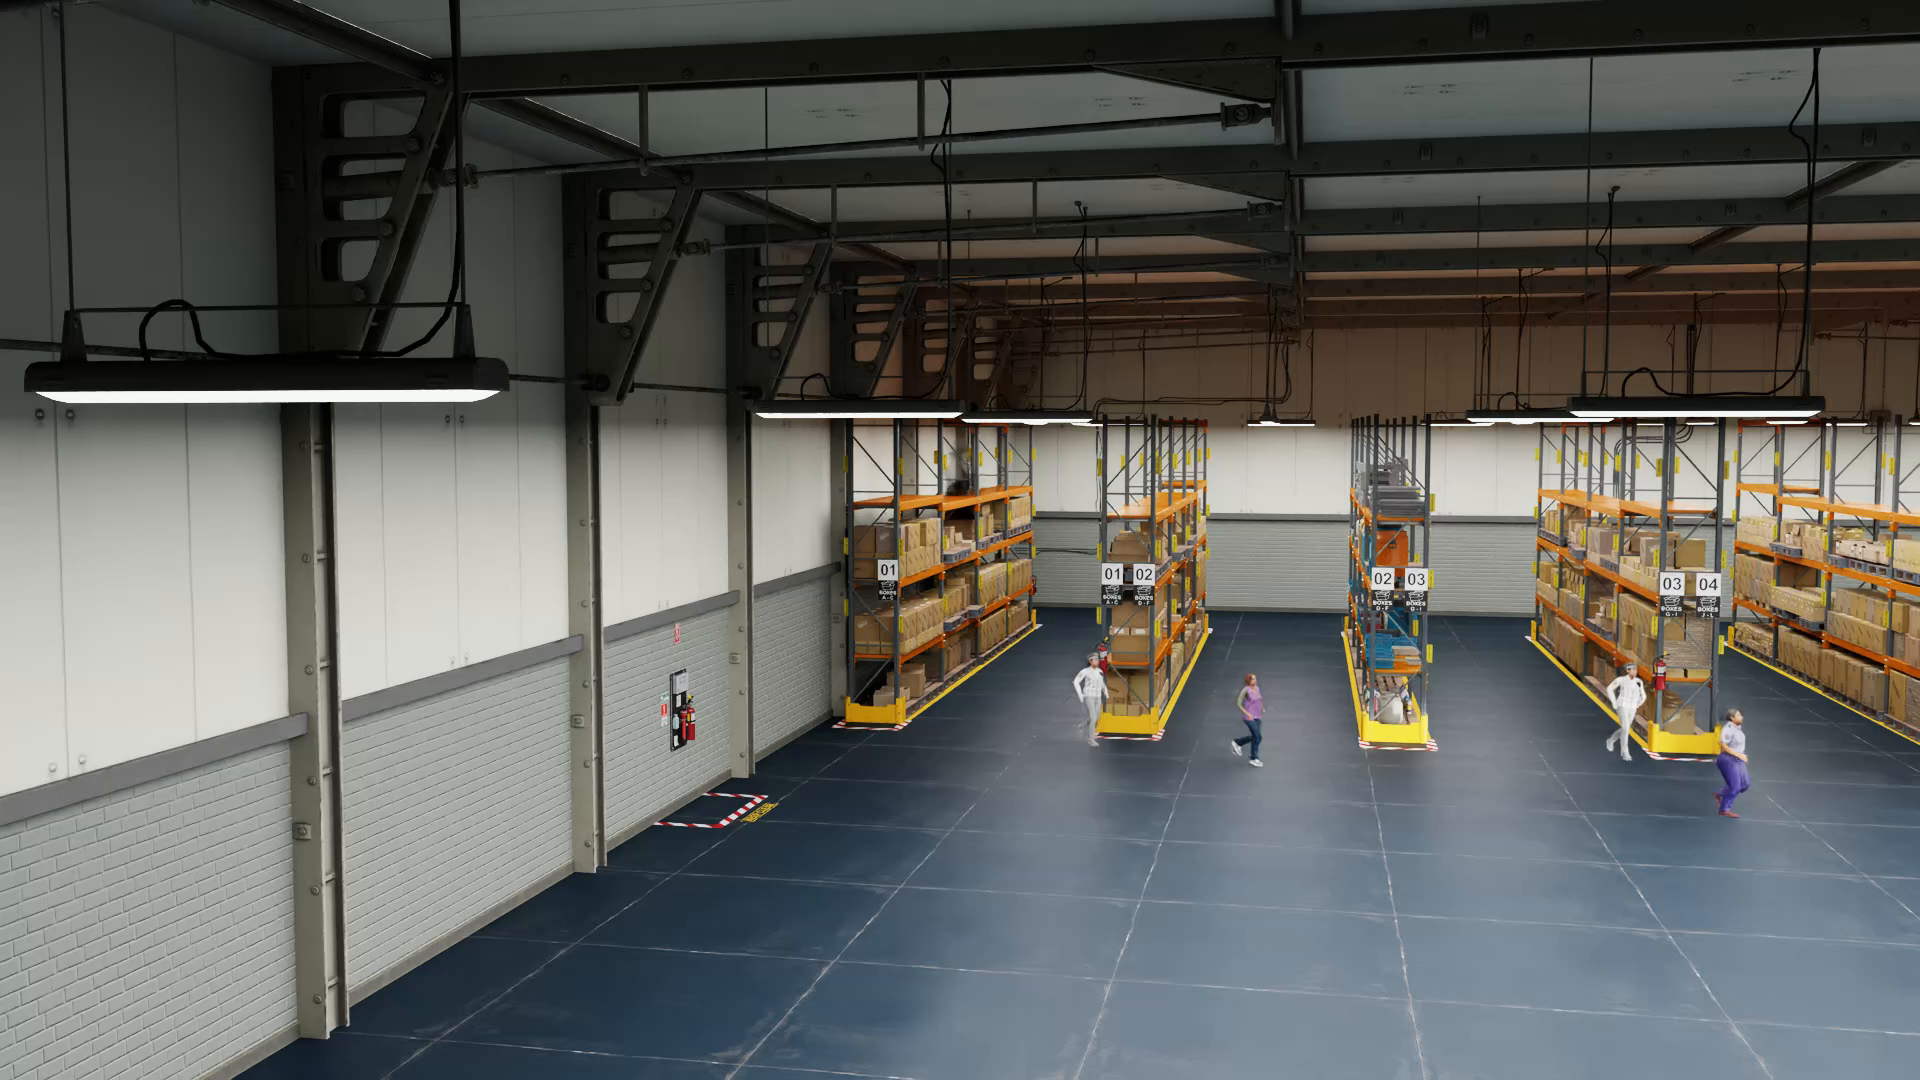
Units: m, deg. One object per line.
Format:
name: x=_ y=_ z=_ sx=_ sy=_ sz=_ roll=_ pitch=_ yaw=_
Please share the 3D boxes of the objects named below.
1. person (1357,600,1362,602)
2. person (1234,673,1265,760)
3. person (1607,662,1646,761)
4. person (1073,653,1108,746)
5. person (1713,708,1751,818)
person: x=14.631 y=2.805 z=31.637 sx=2.843 sy=1.664 sz=20.132 roll=-3 pitch=5 yaw=-37
person: x=4.934 y=3.010 z=28.463 sx=0.549 sy=1.495 sz=0.535 roll=4 pitch=5 yaw=44
person: x=11.666 y=2.960 z=29.081 sx=0.626 sy=1.694 sz=0.789 roll=-1 pitch=4 yaw=-11
person: x=2.397 y=2.891 z=30.330 sx=0.630 sy=1.669 sz=0.652 roll=-3 pitch=5 yaw=-33
person: x=11.392 y=3.283 z=24.557 sx=0.547 sy=1.611 sz=0.621 roll=3 pitch=5 yaw=40
